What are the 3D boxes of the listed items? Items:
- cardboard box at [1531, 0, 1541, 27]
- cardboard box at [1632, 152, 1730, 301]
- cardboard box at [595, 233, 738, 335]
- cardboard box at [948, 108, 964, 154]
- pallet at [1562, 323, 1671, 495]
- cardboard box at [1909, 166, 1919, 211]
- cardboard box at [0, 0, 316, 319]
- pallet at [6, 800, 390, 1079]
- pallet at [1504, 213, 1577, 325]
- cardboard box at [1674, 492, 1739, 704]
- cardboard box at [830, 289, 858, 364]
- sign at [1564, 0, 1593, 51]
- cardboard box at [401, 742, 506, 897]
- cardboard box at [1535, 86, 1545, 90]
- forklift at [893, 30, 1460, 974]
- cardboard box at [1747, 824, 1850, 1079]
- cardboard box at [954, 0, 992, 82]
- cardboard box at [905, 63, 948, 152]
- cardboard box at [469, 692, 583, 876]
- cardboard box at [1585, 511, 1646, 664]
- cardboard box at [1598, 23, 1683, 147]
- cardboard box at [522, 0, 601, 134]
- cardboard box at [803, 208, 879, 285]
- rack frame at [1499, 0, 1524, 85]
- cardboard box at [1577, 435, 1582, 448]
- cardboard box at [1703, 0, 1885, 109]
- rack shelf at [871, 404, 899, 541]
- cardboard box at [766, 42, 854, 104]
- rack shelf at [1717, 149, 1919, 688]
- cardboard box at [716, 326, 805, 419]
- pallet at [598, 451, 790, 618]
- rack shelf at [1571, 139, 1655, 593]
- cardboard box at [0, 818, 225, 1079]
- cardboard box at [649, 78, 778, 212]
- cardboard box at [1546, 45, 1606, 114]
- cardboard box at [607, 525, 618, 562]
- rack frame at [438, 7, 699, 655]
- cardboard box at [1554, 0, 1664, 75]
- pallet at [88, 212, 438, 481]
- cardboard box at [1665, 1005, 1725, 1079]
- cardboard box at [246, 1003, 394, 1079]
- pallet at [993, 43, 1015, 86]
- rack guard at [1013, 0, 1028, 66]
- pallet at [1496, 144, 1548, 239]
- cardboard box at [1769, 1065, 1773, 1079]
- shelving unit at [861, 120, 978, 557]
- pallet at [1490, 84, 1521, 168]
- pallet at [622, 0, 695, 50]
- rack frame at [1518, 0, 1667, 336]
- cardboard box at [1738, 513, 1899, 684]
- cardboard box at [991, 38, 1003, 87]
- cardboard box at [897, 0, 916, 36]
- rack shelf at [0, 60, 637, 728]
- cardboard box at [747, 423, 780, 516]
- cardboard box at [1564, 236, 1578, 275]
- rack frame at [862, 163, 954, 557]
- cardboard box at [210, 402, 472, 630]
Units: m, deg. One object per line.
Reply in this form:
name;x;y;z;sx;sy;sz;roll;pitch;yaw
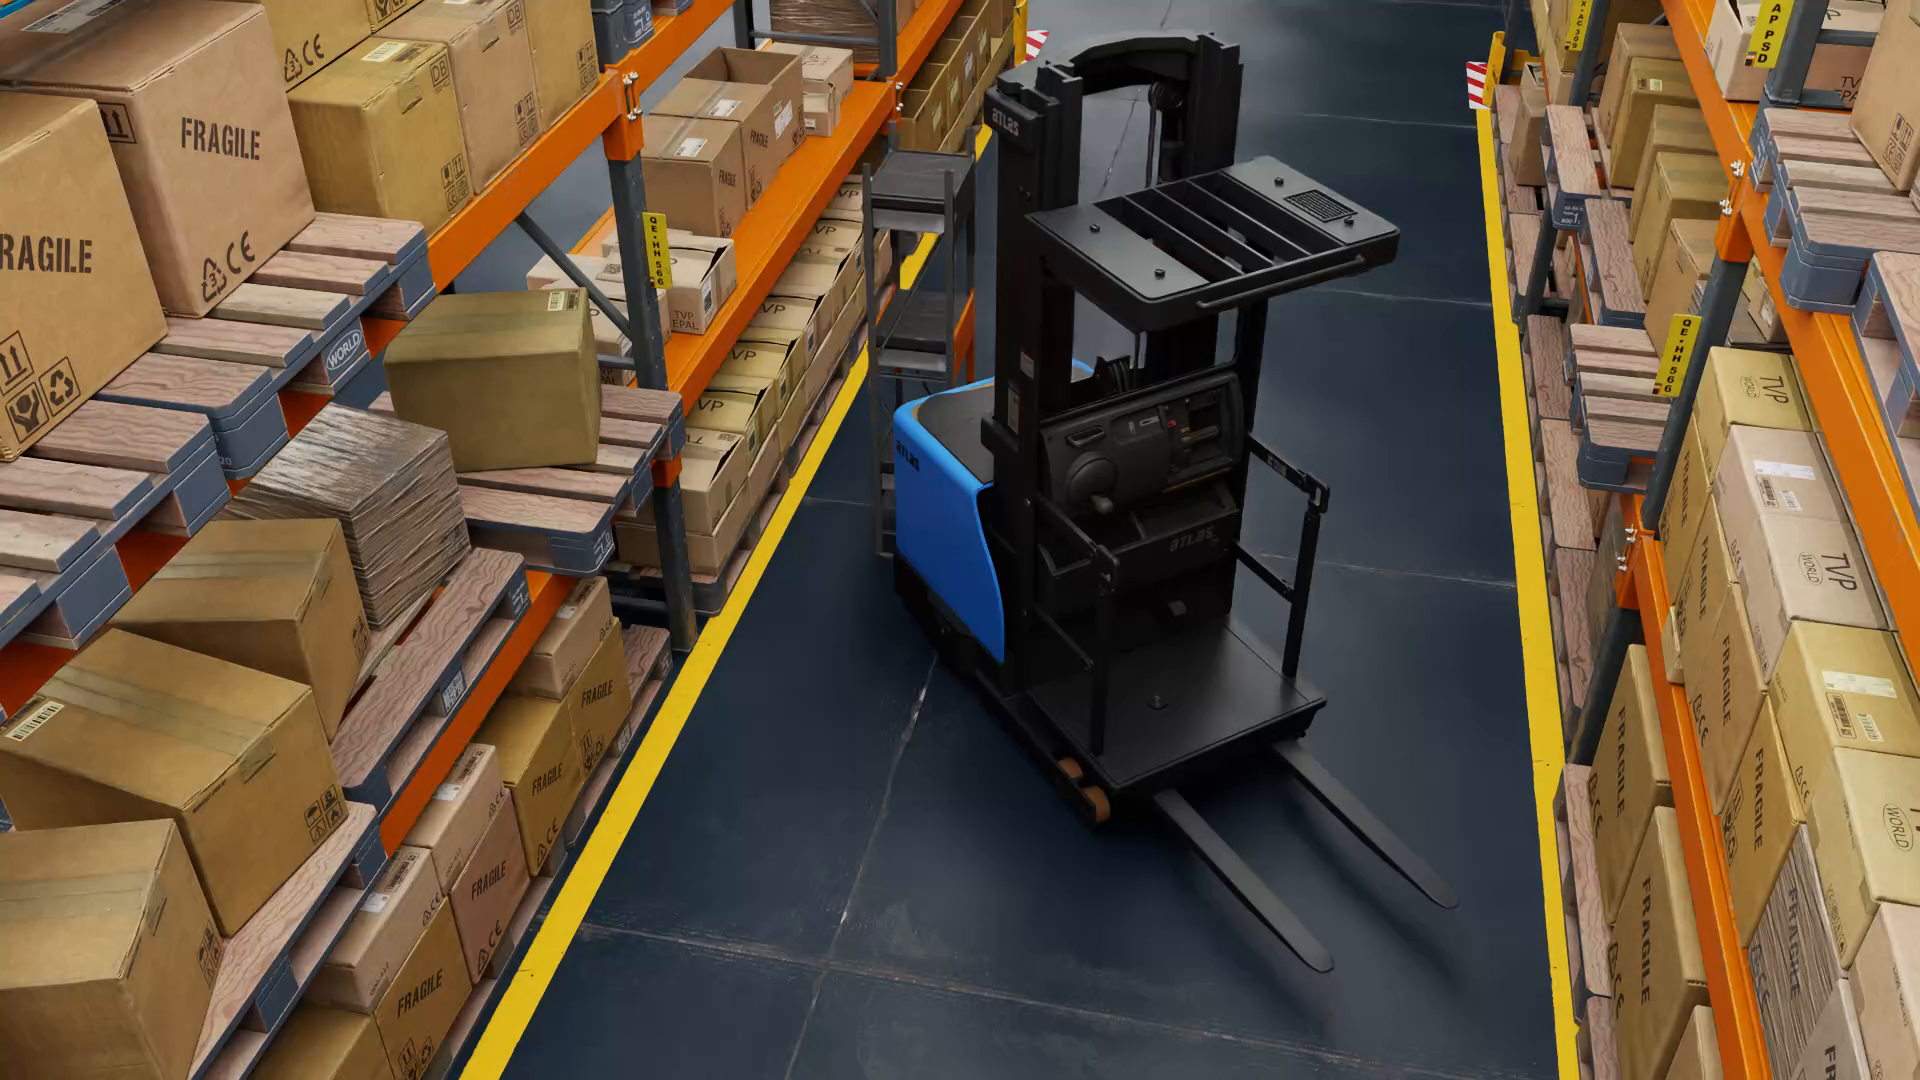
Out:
cardboard box;4.073;-3.572;11.003;0.500;0.250;0.500;8;37;10
cardboard box;3.435;-1.365;7.387;0.700;0.500;0.500;7;37;10
cardboard box;-1.360;-1.230;7.737;0.500;0.311;0.500;7;37;9
cardboard box;-0.267;-2.927;11.988;0.500;0.250;0.500;7;37;10
pallet;3.149;-0.503;6.821;1.213;0.211;1.003;7;37;10
cardboard box;2.991;-0.996;4.322;0.700;0.500;0.500;5;36;7
cardboard box;-2.132;-0.994;4.252;0.600;0.600;0.600;6;36;8
pallet;-2.317;1.149;4.542;1.003;0.211;1.213;7;37;10
pallet;4.064;-1.712;10.702;1.003;0.211;1.213;7;37;10
cardboard box;2.626;0.218;5.308;0.500;0.500;0.500;8;37;12
cardboard box;-0.909;-1.270;9.702;0.500;0.250;0.500;8;37;11
sign;3.423;-2.866;9.181;0.100;0.325;0.005;7;37;10
cardboard box;-1.933;0.939;5.785;0.500;0.250;0.500;7;36;9
cardboard box;4.452;-3.122;12.188;0.500;0.311;0.500;10;37;14
forklift;0.846;-0.315;6.457;1.130;2.935;3.031;-18;40;-24
cardboard box;2.313;1.089;4.106;0.500;0.500;0.500;7;37;10
cardboard box;-0.054;-3.804;12.559;0.500;0.500;0.500;7;37;10
cardboard box;-0.381;-2.945;11.374;0.500;0.500;0.500;7;37;10
cardboard box;-1.821;0.919;6.451;0.500;0.500;0.500;6;36;8
cardboard box;3.203;0.256;7.366;0.700;0.500;0.500;8;37;11
cardboard box;3.813;-2.383;8.792;0.700;0.500;0.500;7;37;10
cardboard box;-1.800;-1.778;5.776;0.910;0.500;0.500;7;37;10
cardboard box;-0.797;-1.787;9.937;0.500;0.311;0.500;8;37;11
rack frame;4.809;-4.745;12.511;1.000;3.000;0.127;7;37;10
cardboard box;3.604;-0.604;8.552;0.700;0.500;0.500;8;37;10
cardboard box;2.990;-1.792;5.939;0.500;0.311;0.500;7;37;10
rack shelf;-0.177;-0.318;8.386;0.431;0.518;0.480;7;36;9
cardboard box;-0.948;-2.722;9.848;0.500;0.250;0.500;10;37;13
rack shelf;2.673;0.065;3.932;1.077;0.370;4.000;7;37;10
cardboard box;-1.126;-0.919;8.739;0.500;0.311;0.500;6;36;9
pallet;-1.526;-0.115;8.499;1.003;0.211;1.213;7;37;10
rack shelf;3.528;-1.014;7.976;1.077;0.370;4.000;7;37;10
cardboard box;-2.274;1.062;4.056;0.700;0.500;0.500;-4;36;-6
cardboard box;-1.285;-2.084;8.754;0.500;0.500;0.500;7;37;10
cardboard box;3.760;-2.709;9.812;0.500;0.250;0.500;7;37;10
cardboard box;-1.866;-0.166;8.179;0.500;0.250;0.500;8;37;11
rack frame;-1.740;-0.777;7.036;1.000;3.000;0.127;7;37;10
cardboard box;3.754;-3.012;9.592;0.500;0.500;0.500;7;37;10
pallet;-2.168;-0.583;4.372;1.213;0.211;1.003;7;37;10
cardboard box;2.445;1.936;4.767;0.750;0.750;0.750;8;37;11
cardboard box;-2.150;1.796;5.241;0.500;0.500;0.500;8;37;11
pallet;-0.153;-3.791;13.571;1.003;0.211;1.213;7;37;10
rack guard;-0.026;-4.365;14.117;1.175;0.500;0.348;7;37;10
pallet;4.322;-2.414;11.670;1.003;0.211;1.213;7;37;10
cardboard box;2.288;1.418;4.205;0.380;0.149;0.250;7;37;10
shelving unit;-0.177;-0.896;7.967;0.431;2.100;0.503;7;36;9
pallet;4.585;-3.111;12.633;1.003;0.211;1.213;7;37;10
pallet;-1.682;-2.316;6.764;1.213;0.211;1.003;9;37;12
rack frame;3.955;-2.452;9.347;1.000;3.000;0.127;7;37;10
cardboard box;2.535;0.192;4.704;0.500;0.250;0.500;8;37;10
cardboard box;0.048;-3.788;13.175;0.500;0.250;0.500;7;37;10
cardboard box;-0.690;-3.669;10.942;0.700;0.500;0.500;7;37;9
rack shelf;-2.167;-0.554;4.785;1.077;0.370;4.000;7;37;10
cardboard box;-1.234;-0.386;8.481;0.500;0.250;0.500;6;36;9
cardboard box;4.040;-1.793;10.478;0.380;0.166;0.250;3;36;4
rack frame;-0.226;-0.756;7.774;0.400;2.100;0.015;7;36;9
cardboard box;-2.146;-0.112;5.676;0.700;0.500;0.500;14;38;19
